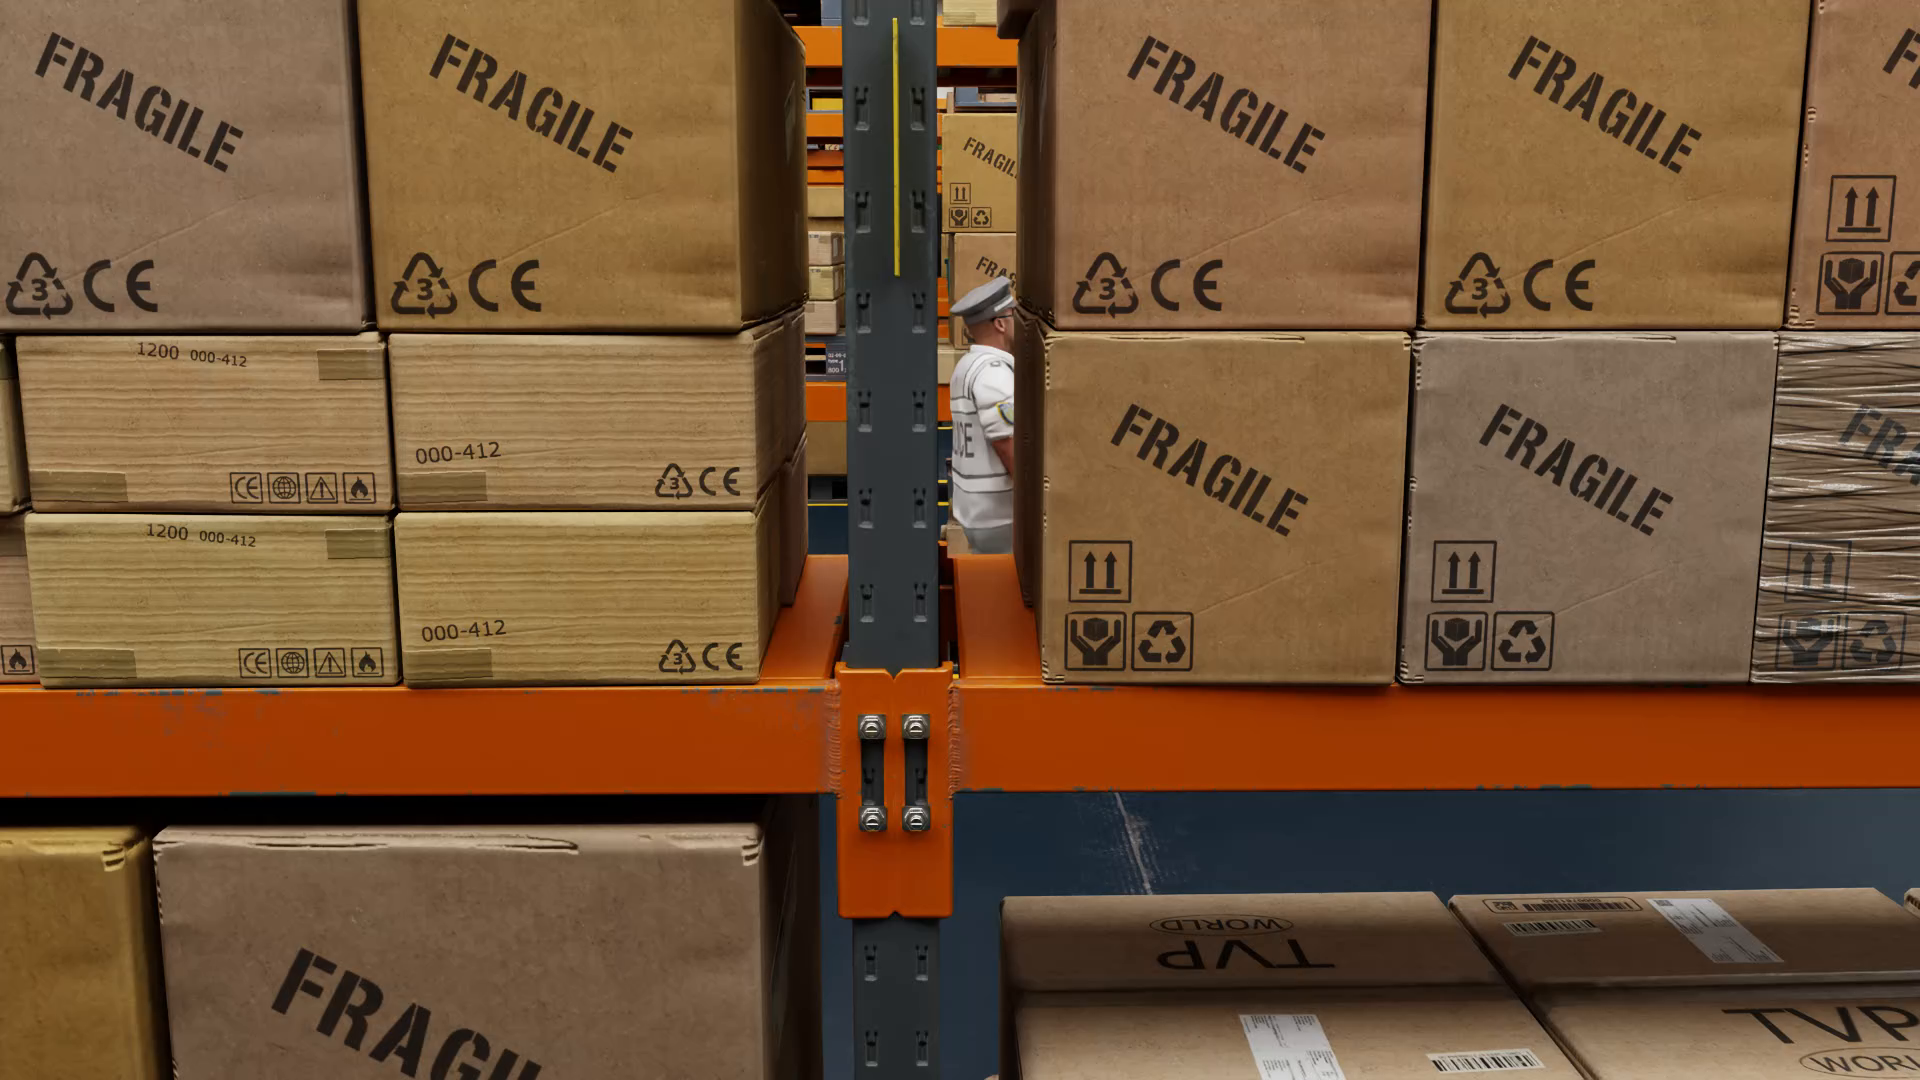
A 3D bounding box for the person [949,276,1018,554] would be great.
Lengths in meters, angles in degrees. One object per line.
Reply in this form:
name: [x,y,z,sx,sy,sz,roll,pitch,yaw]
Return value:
person: [0.258,-0.099,6.302,0.572,1.783,0.613,-3,11,-14]
